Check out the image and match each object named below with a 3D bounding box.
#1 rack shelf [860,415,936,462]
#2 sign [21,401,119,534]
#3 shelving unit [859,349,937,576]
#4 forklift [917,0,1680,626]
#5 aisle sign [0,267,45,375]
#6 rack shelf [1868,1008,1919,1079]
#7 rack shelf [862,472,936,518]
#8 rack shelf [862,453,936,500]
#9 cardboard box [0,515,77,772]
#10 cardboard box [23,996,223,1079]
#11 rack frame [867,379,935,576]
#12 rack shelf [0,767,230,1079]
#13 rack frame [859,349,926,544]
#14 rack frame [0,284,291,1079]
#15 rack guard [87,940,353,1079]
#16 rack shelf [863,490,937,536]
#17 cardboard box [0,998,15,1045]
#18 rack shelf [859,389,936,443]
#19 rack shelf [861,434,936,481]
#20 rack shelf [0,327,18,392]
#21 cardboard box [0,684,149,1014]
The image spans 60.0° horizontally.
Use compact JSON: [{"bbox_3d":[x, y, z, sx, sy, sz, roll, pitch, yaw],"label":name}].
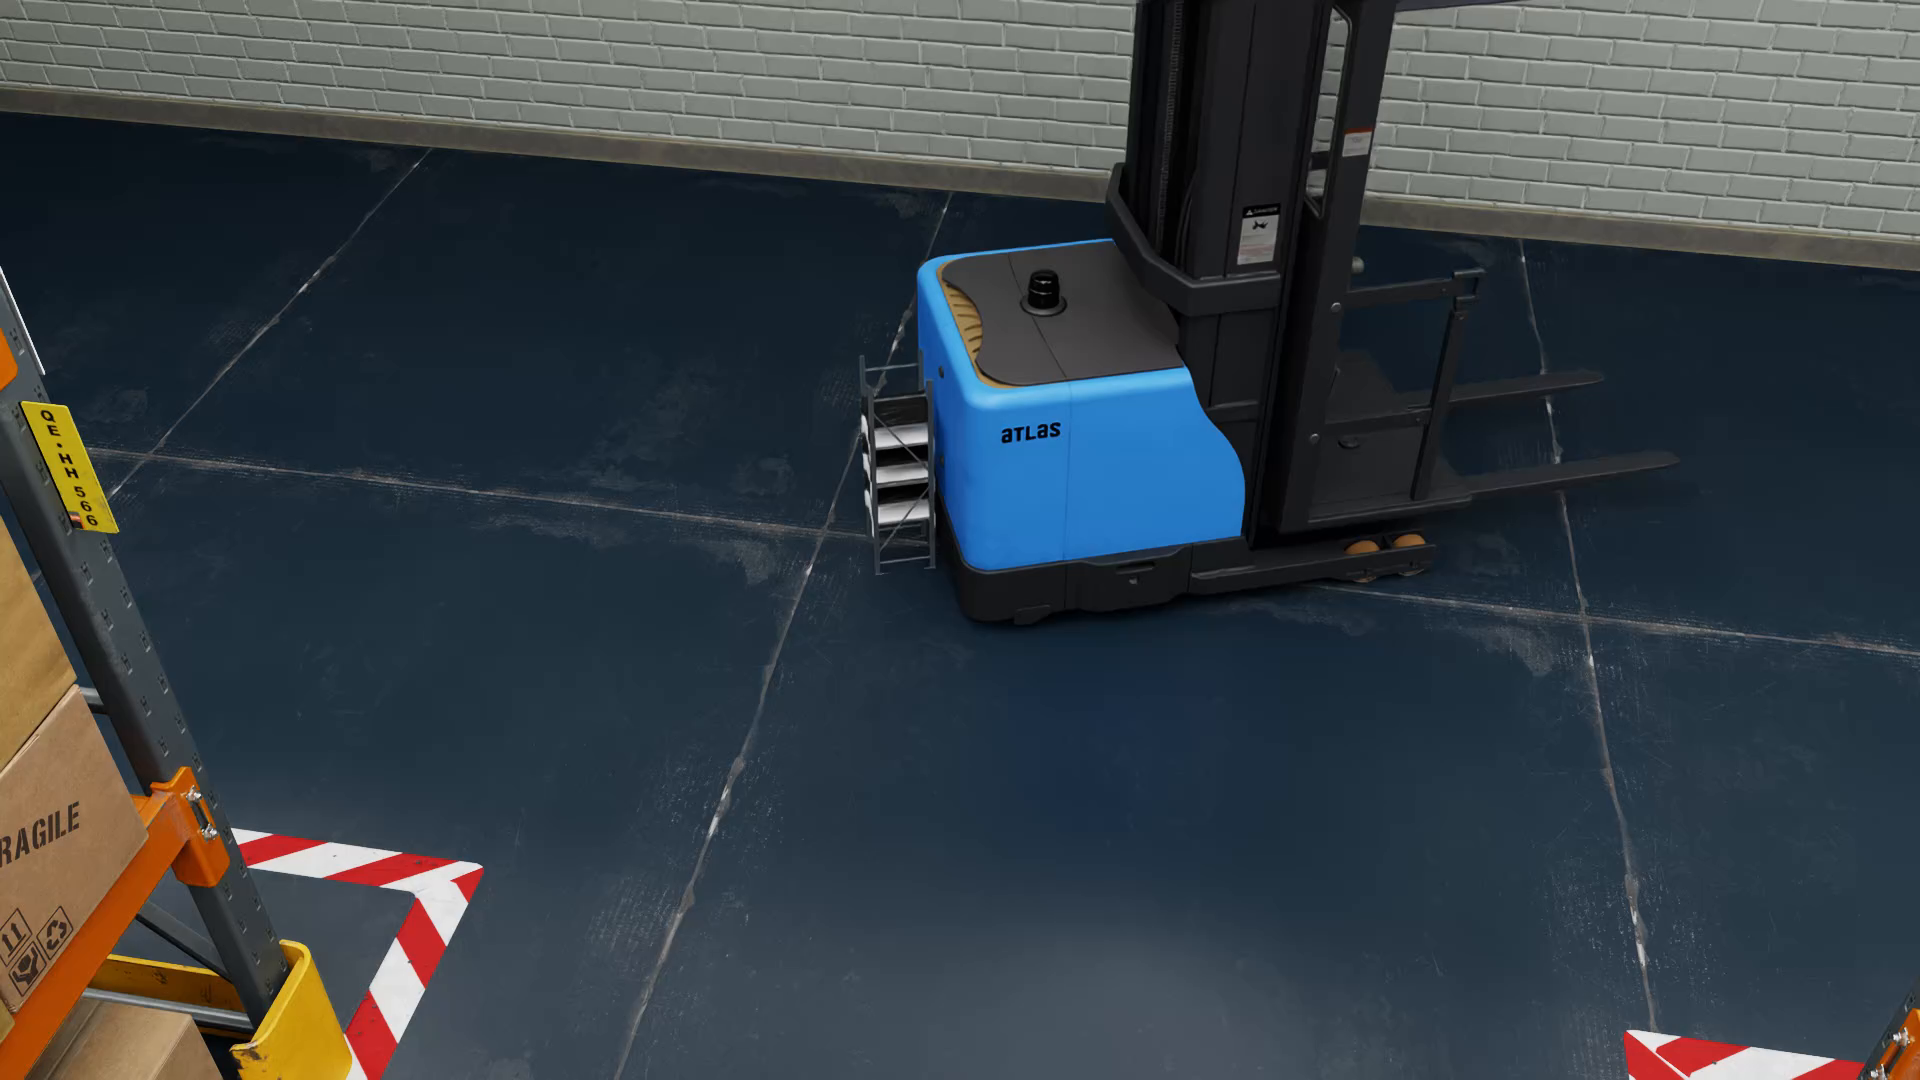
[{"bbox_3d":[-0.237,-0.398,6.295,0.258,0.077,0.200,-7,40,-8],"label":"rack shelf"},{"bbox_3d":[-1.825,-0.145,3.415,0.100,0.325,0.005,6,40,8],"label":"sign"},{"bbox_3d":[-0.236,-0.285,6.388,0.258,0.900,0.210,-7,40,-8],"label":"shelving unit"},{"bbox_3d":[1.394,-1.284,6.003,3.031,2.935,1.130,-8,40,-9],"label":"forklift"},{"bbox_3d":[-2.055,-0.662,3.156,0.394,0.787,0.004,6,40,8],"label":"aisle sign"},{"bbox_3d":[2.164,2.430,2.021,1.077,0.370,4.000,6,40,8],"label":"rack shelf"},{"bbox_3d":[-0.236,-0.190,6.467,0.258,0.077,0.200,-7,40,-8],"label":"rack shelf"},{"bbox_3d":[-0.236,-0.259,6.409,0.258,0.077,0.200,-7,40,-8],"label":"rack shelf"},{"bbox_3d":[-2.175,0.235,3.249,0.500,0.500,0.500,6,40,7],"label":"cardboard box"},{"bbox_3d":[-2.220,1.511,4.184,0.500,0.500,0.500,6,40,8],"label":"cardboard box"},{"bbox_3d":[-0.217,-0.221,6.311,0.240,0.900,0.006,-7,40,-8],"label":"rack frame"},{"bbox_3d":[-2.714,1.881,2.685,1.077,0.370,4.000,6,40,8],"label":"rack shelf"},{"bbox_3d":[-0.256,-0.348,6.465,0.240,0.900,0.006,-7,40,-8],"label":"rack frame"},{"bbox_3d":[-2.368,0.349,3.974,1.000,3.000,0.127,6,40,8],"label":"rack frame"},{"bbox_3d":[-2.382,1.360,4.713,1.175,0.500,0.348,6,40,8],"label":"rack guard"},{"bbox_3d":[-0.236,-0.120,6.524,0.258,0.077,0.200,-7,40,-8],"label":"rack shelf"},{"bbox_3d":[-2.264,0.948,3.171,0.500,0.500,0.500,7,40,8],"label":"cardboard box"},{"bbox_3d":[-0.237,-0.467,6.237,0.258,0.077,0.200,-7,40,-8],"label":"rack shelf"},{"bbox_3d":[-0.236,-0.328,6.352,0.258,0.077,0.200,-7,40,-8],"label":"rack shelf"},{"bbox_3d":[-2.714,0.725,1.729,1.077,0.370,4.000,6,40,8],"label":"rack shelf"},{"bbox_3d":[-2.178,0.622,3.566,0.500,0.500,0.500,8,40,9],"label":"cardboard box"}]
